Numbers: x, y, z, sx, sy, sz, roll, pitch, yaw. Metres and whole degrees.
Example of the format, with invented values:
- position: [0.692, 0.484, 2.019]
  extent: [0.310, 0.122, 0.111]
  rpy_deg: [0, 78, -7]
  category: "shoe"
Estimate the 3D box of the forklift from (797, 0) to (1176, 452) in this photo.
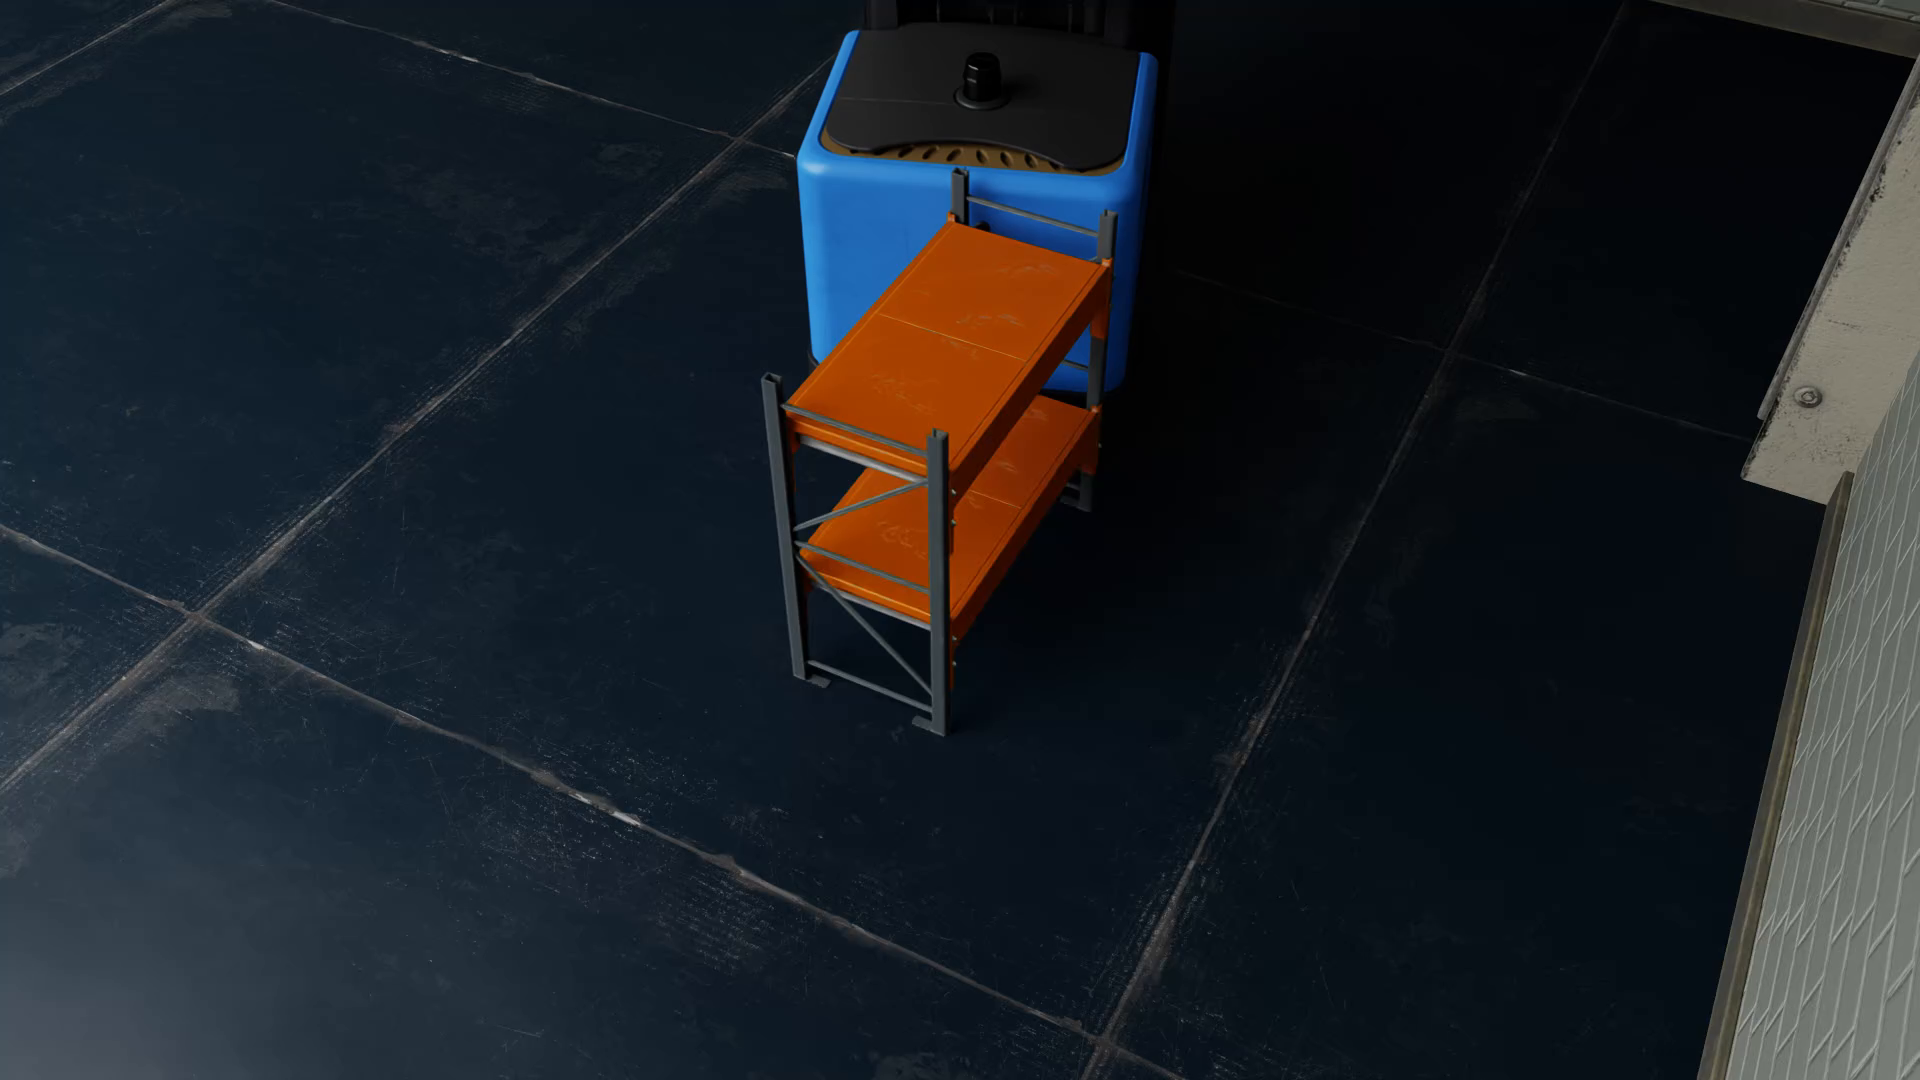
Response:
- position: [0.234, -2.376, 5.537]
  extent: [1.130, 2.935, 3.031]
  rpy_deg: [6, 46, 6]
  category: "forklift"

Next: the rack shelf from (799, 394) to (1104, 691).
- position: [-0.026, -0.077, 4.879]
  extent: [0.538, 0.278, 1.000]
  rpy_deg: [20, 49, 19]
  category: "rack shelf"

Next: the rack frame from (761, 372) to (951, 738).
- position: [-0.256, 0.073, 4.387]
  extent: [0.500, 1.125, 0.032]
  rpy_deg: [20, 49, 19]
  category: "rack frame"

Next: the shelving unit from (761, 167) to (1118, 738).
- position: [-0.026, -0.249, 4.706]
  extent: [0.538, 1.125, 1.048]
  rpy_deg: [20, 49, 19]
  category: "shelving unit"

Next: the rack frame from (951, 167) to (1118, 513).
- position: [0.204, -0.572, 5.024]
  extent: [0.500, 1.125, 0.032]
  rpy_deg: [20, 49, 19]
  category: "rack frame"

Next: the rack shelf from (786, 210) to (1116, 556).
- position: [-0.026, -0.455, 4.497]
  extent: [0.538, 0.278, 1.000]
  rpy_deg: [20, 49, 19]
  category: "rack shelf"

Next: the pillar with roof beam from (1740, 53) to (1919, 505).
- position: [-1.028, -4.862, 3.728]
  extent: [9.100, 9.000, 0.400]
  rpy_deg: [20, 49, 19]
  category: "pillar with roof beam"
